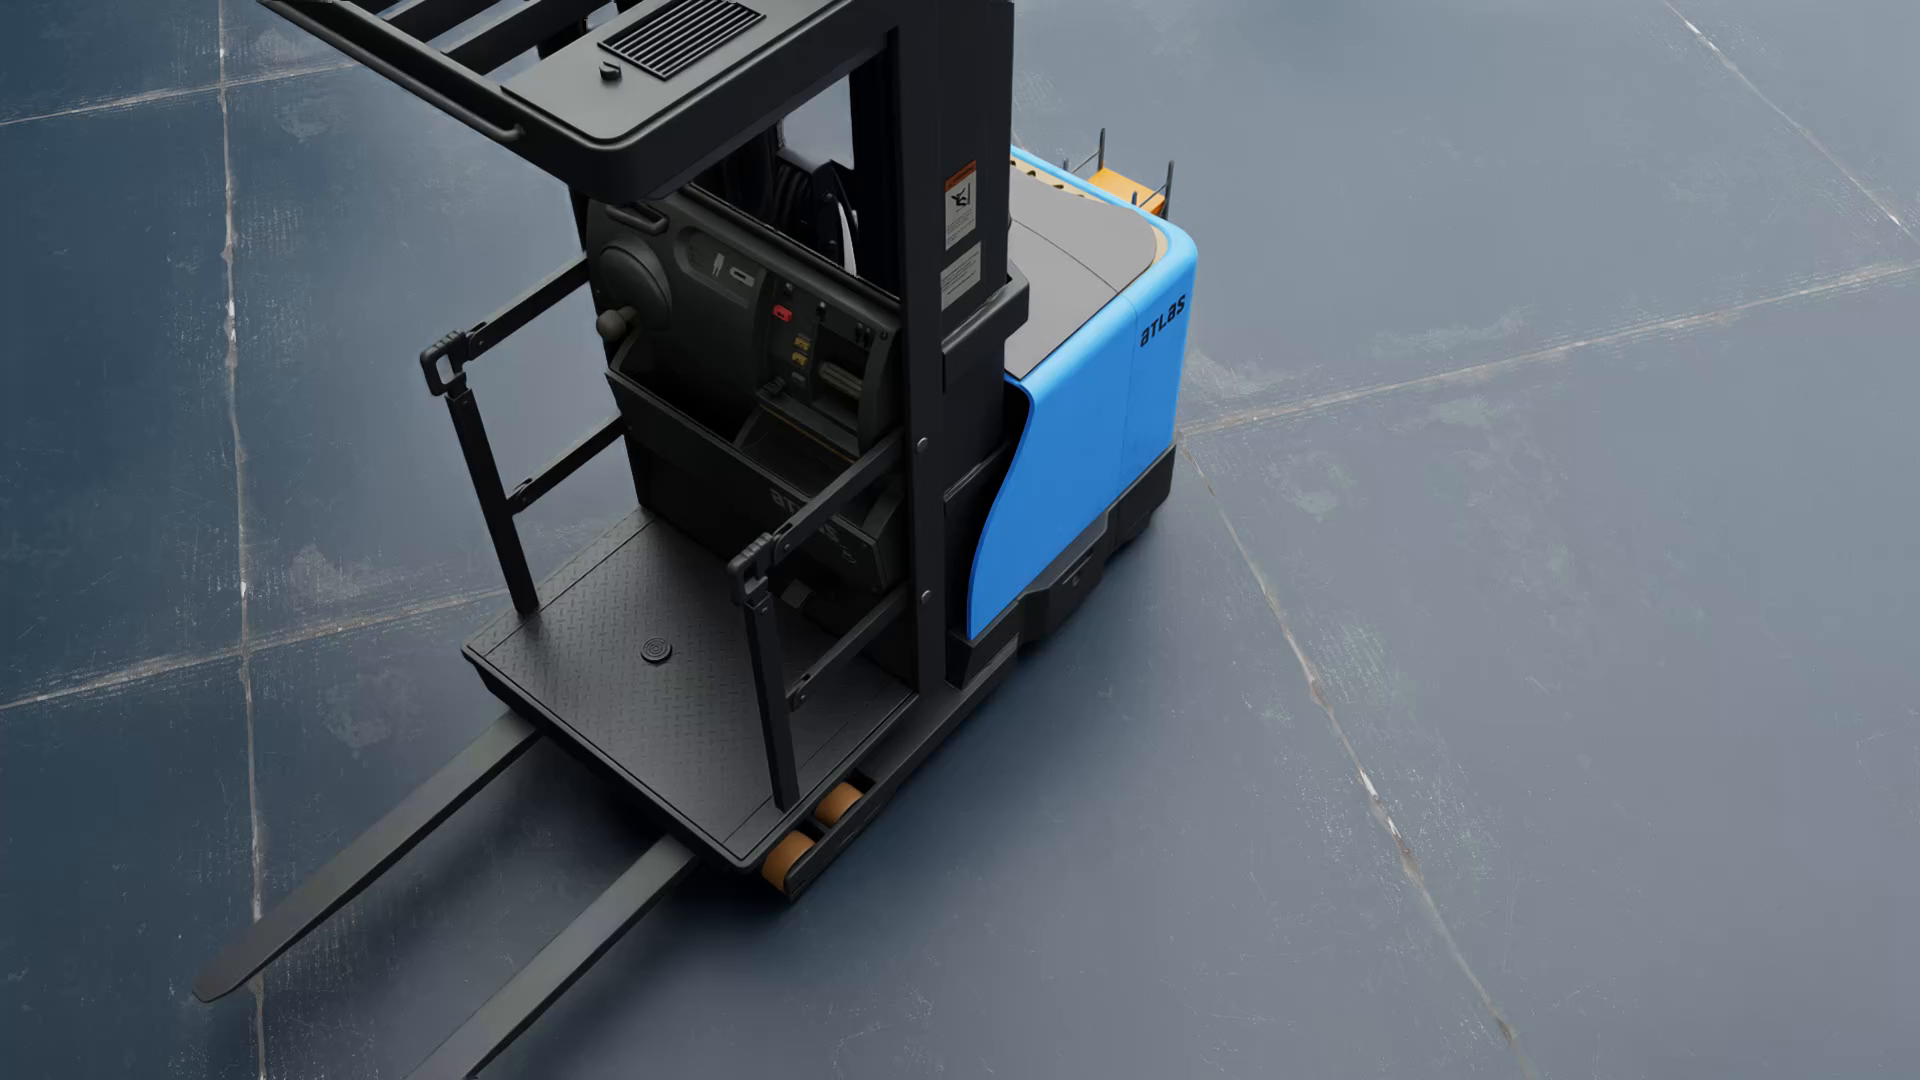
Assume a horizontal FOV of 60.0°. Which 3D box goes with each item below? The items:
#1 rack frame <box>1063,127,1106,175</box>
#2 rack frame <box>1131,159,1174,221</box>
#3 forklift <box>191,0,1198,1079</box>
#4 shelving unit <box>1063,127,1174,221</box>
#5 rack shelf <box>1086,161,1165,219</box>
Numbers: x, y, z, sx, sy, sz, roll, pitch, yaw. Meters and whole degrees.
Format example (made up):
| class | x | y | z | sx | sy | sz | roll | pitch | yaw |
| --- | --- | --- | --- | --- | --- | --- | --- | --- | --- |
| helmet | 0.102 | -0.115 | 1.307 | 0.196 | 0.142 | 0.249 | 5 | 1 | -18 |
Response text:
| class | x | y | z | sx | sy | sz | roll | pitch | yaw |
| --- | --- | --- | --- | --- | --- | --- | --- | --- | --- |
| rack frame | 0.364 | -0.819 | 5.254 | 0.008 | 1.050 | 0.200 | 32 | 57 | 24 |
| rack frame | 0.553 | -0.701 | 5.154 | 0.008 | 1.050 | 0.200 | 32 | 57 | 24 |
| forklift | -0.652 | -0.443 | 3.707 | 1.130 | 2.935 | 3.031 | 32 | 57 | 24 |
| shelving unit | 0.459 | -0.760 | 5.204 | 0.252 | 1.050 | 0.215 | 32 | 57 | 24 |
| rack shelf | 0.459 | -0.936 | 4.995 | 0.240 | 0.259 | 0.215 | 32 | 57 | 24 |
